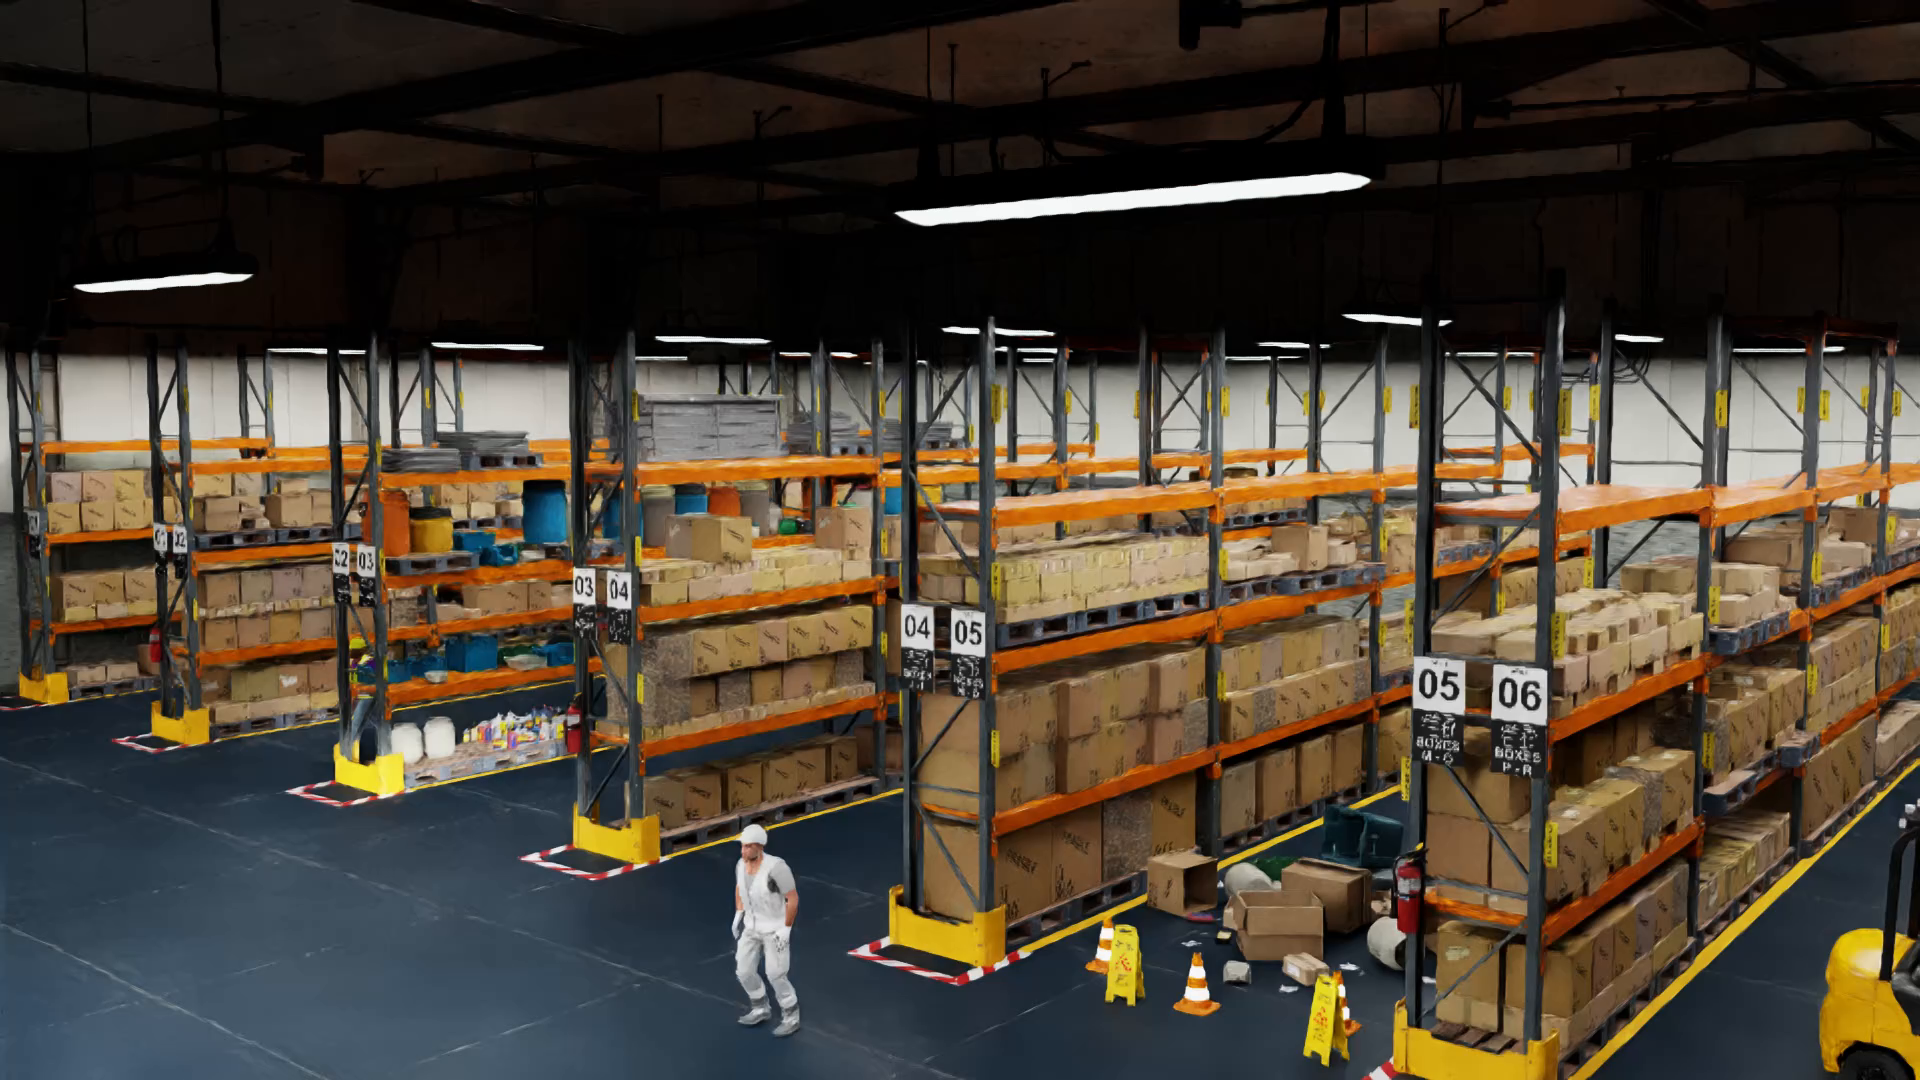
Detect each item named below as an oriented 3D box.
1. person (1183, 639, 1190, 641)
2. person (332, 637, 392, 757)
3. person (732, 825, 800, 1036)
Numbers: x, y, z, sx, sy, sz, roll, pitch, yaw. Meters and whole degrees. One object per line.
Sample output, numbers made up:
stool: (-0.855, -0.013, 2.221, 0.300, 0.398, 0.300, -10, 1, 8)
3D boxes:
person: (3.374, 2.204, 23.991, 0.592, 1.629, 0.532, 4, 6, 36)
person: (-8.451, 2.201, 23.472, 0.577, 1.691, 1.121, 5, 7, 42)
person: (-1.573, 3.110, 13.313, 0.677, 1.742, 0.552, 4, 6, 37)
